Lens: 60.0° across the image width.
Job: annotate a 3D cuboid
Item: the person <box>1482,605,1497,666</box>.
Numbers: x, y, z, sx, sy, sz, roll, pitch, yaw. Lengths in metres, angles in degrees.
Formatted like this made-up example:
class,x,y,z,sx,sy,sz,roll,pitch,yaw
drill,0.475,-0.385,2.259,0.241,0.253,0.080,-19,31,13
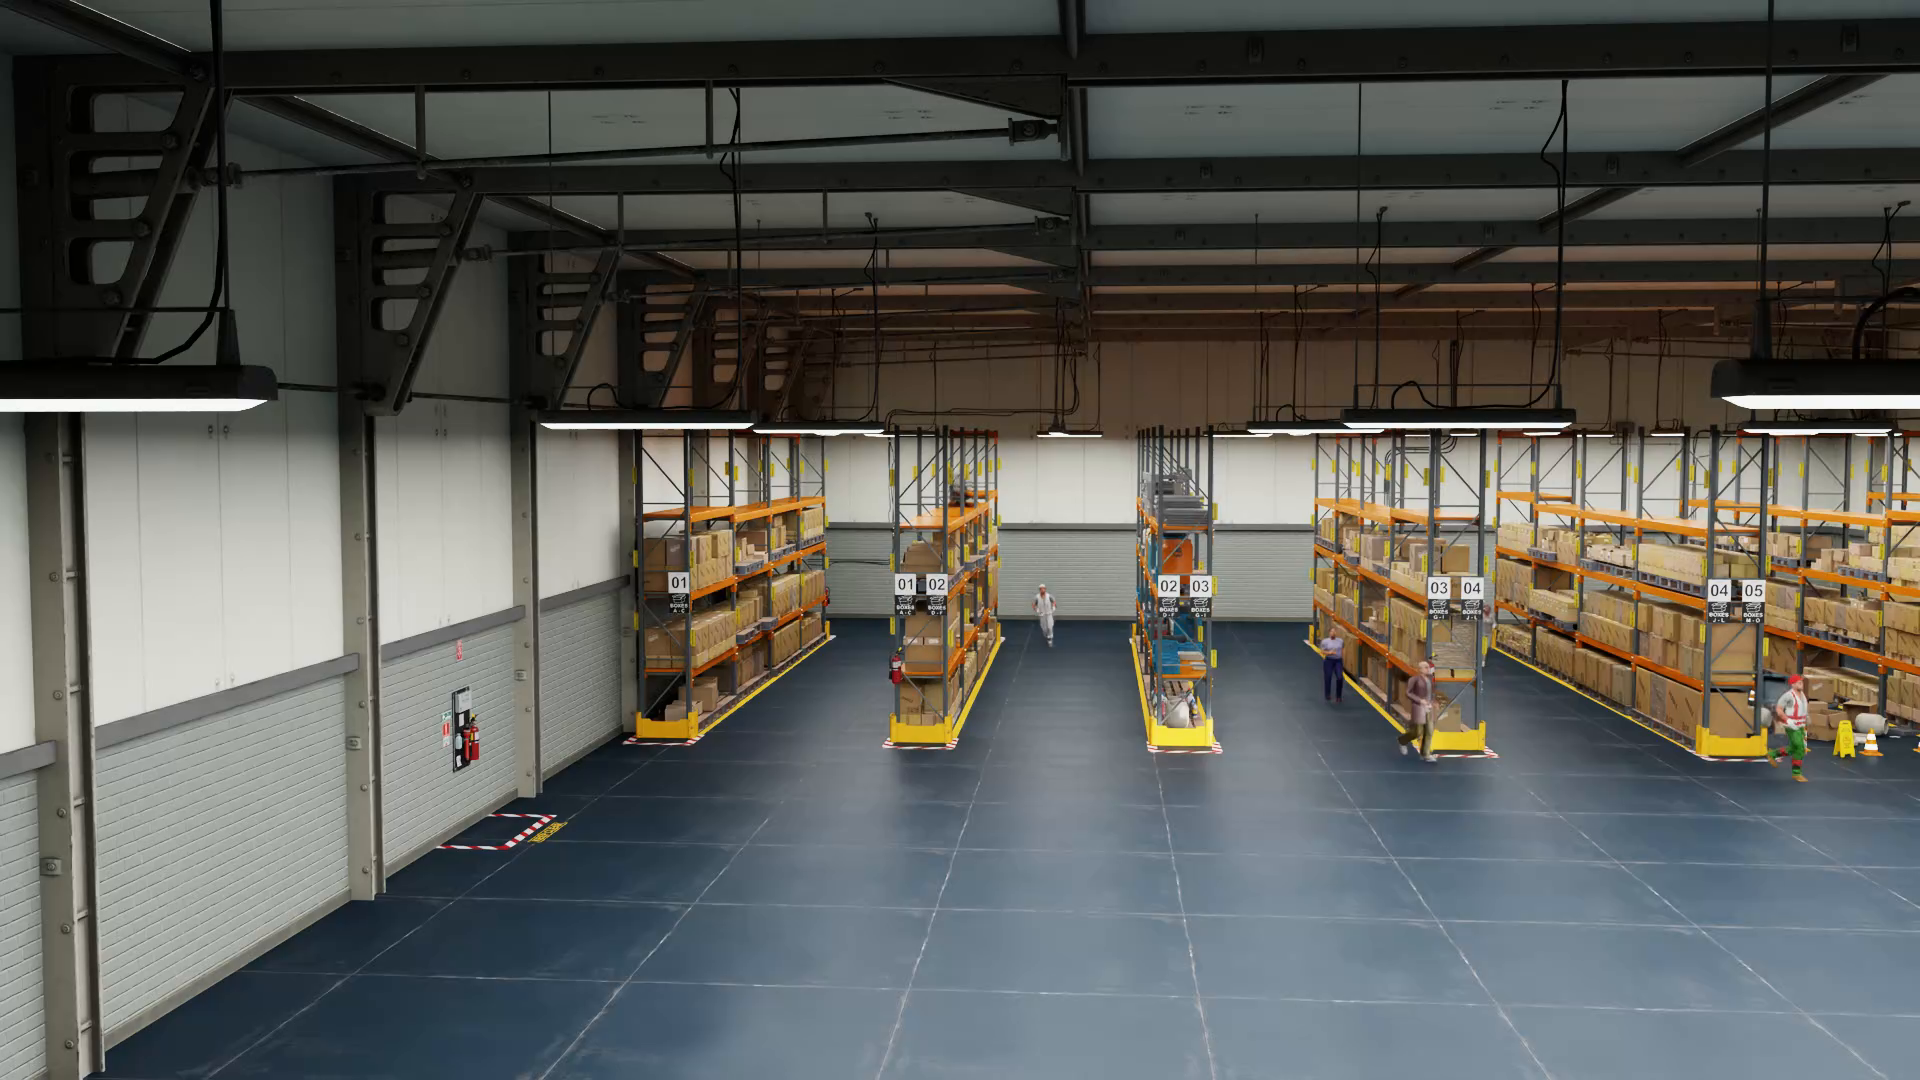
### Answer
class,x,y,z,sx,sy,sz,roll,pitch,yaw
person,13.350,2.417,42.259,0.553,1.558,0.534,0,3,2

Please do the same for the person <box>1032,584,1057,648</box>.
class,x,y,z,sx,sy,sz,roll,pitch,yaw
person,2.346,2.093,46.225,0.698,1.735,0.650,0,3,-2

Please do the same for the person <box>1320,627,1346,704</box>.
class,x,y,z,sx,sy,sz,roll,pitch,yaw
person,8.132,2.735,36.213,0.576,1.694,0.716,0,3,4

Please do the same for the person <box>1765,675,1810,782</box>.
class,x,y,z,sx,sy,sz,roll,pitch,yaw
person,14.024,3.149,28.104,0.665,1.785,0.780,-2,4,-32

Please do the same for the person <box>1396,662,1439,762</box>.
class,x,y,z,sx,sy,sz,roll,pitch,yaw
person,8.262,3.052,29.788,0.752,1.756,0.886,-2,4,-32
